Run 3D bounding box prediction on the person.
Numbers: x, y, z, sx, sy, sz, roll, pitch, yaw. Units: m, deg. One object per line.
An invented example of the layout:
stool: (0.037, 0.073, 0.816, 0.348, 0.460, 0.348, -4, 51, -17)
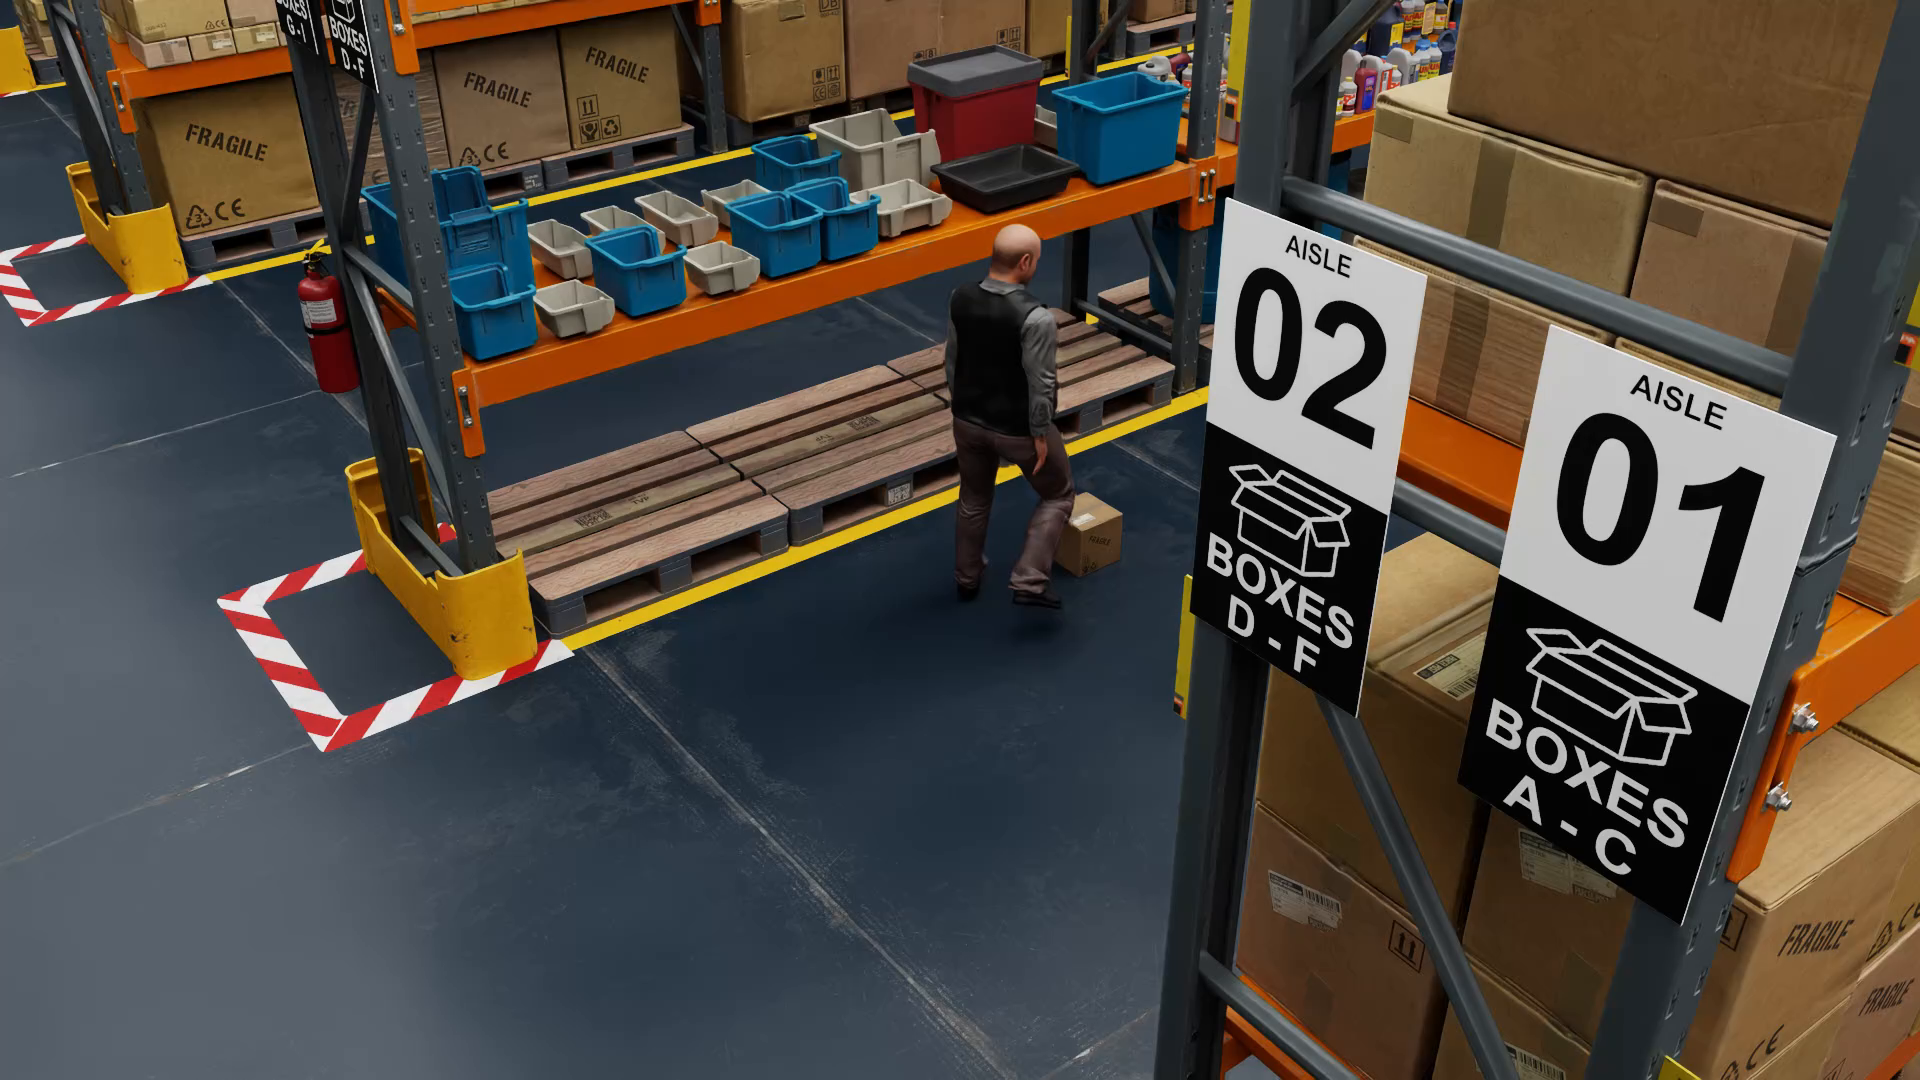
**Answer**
person: (0.190, -0.470, 6.880, 0.600, 1.709, 0.444, 17, 36, 25)
